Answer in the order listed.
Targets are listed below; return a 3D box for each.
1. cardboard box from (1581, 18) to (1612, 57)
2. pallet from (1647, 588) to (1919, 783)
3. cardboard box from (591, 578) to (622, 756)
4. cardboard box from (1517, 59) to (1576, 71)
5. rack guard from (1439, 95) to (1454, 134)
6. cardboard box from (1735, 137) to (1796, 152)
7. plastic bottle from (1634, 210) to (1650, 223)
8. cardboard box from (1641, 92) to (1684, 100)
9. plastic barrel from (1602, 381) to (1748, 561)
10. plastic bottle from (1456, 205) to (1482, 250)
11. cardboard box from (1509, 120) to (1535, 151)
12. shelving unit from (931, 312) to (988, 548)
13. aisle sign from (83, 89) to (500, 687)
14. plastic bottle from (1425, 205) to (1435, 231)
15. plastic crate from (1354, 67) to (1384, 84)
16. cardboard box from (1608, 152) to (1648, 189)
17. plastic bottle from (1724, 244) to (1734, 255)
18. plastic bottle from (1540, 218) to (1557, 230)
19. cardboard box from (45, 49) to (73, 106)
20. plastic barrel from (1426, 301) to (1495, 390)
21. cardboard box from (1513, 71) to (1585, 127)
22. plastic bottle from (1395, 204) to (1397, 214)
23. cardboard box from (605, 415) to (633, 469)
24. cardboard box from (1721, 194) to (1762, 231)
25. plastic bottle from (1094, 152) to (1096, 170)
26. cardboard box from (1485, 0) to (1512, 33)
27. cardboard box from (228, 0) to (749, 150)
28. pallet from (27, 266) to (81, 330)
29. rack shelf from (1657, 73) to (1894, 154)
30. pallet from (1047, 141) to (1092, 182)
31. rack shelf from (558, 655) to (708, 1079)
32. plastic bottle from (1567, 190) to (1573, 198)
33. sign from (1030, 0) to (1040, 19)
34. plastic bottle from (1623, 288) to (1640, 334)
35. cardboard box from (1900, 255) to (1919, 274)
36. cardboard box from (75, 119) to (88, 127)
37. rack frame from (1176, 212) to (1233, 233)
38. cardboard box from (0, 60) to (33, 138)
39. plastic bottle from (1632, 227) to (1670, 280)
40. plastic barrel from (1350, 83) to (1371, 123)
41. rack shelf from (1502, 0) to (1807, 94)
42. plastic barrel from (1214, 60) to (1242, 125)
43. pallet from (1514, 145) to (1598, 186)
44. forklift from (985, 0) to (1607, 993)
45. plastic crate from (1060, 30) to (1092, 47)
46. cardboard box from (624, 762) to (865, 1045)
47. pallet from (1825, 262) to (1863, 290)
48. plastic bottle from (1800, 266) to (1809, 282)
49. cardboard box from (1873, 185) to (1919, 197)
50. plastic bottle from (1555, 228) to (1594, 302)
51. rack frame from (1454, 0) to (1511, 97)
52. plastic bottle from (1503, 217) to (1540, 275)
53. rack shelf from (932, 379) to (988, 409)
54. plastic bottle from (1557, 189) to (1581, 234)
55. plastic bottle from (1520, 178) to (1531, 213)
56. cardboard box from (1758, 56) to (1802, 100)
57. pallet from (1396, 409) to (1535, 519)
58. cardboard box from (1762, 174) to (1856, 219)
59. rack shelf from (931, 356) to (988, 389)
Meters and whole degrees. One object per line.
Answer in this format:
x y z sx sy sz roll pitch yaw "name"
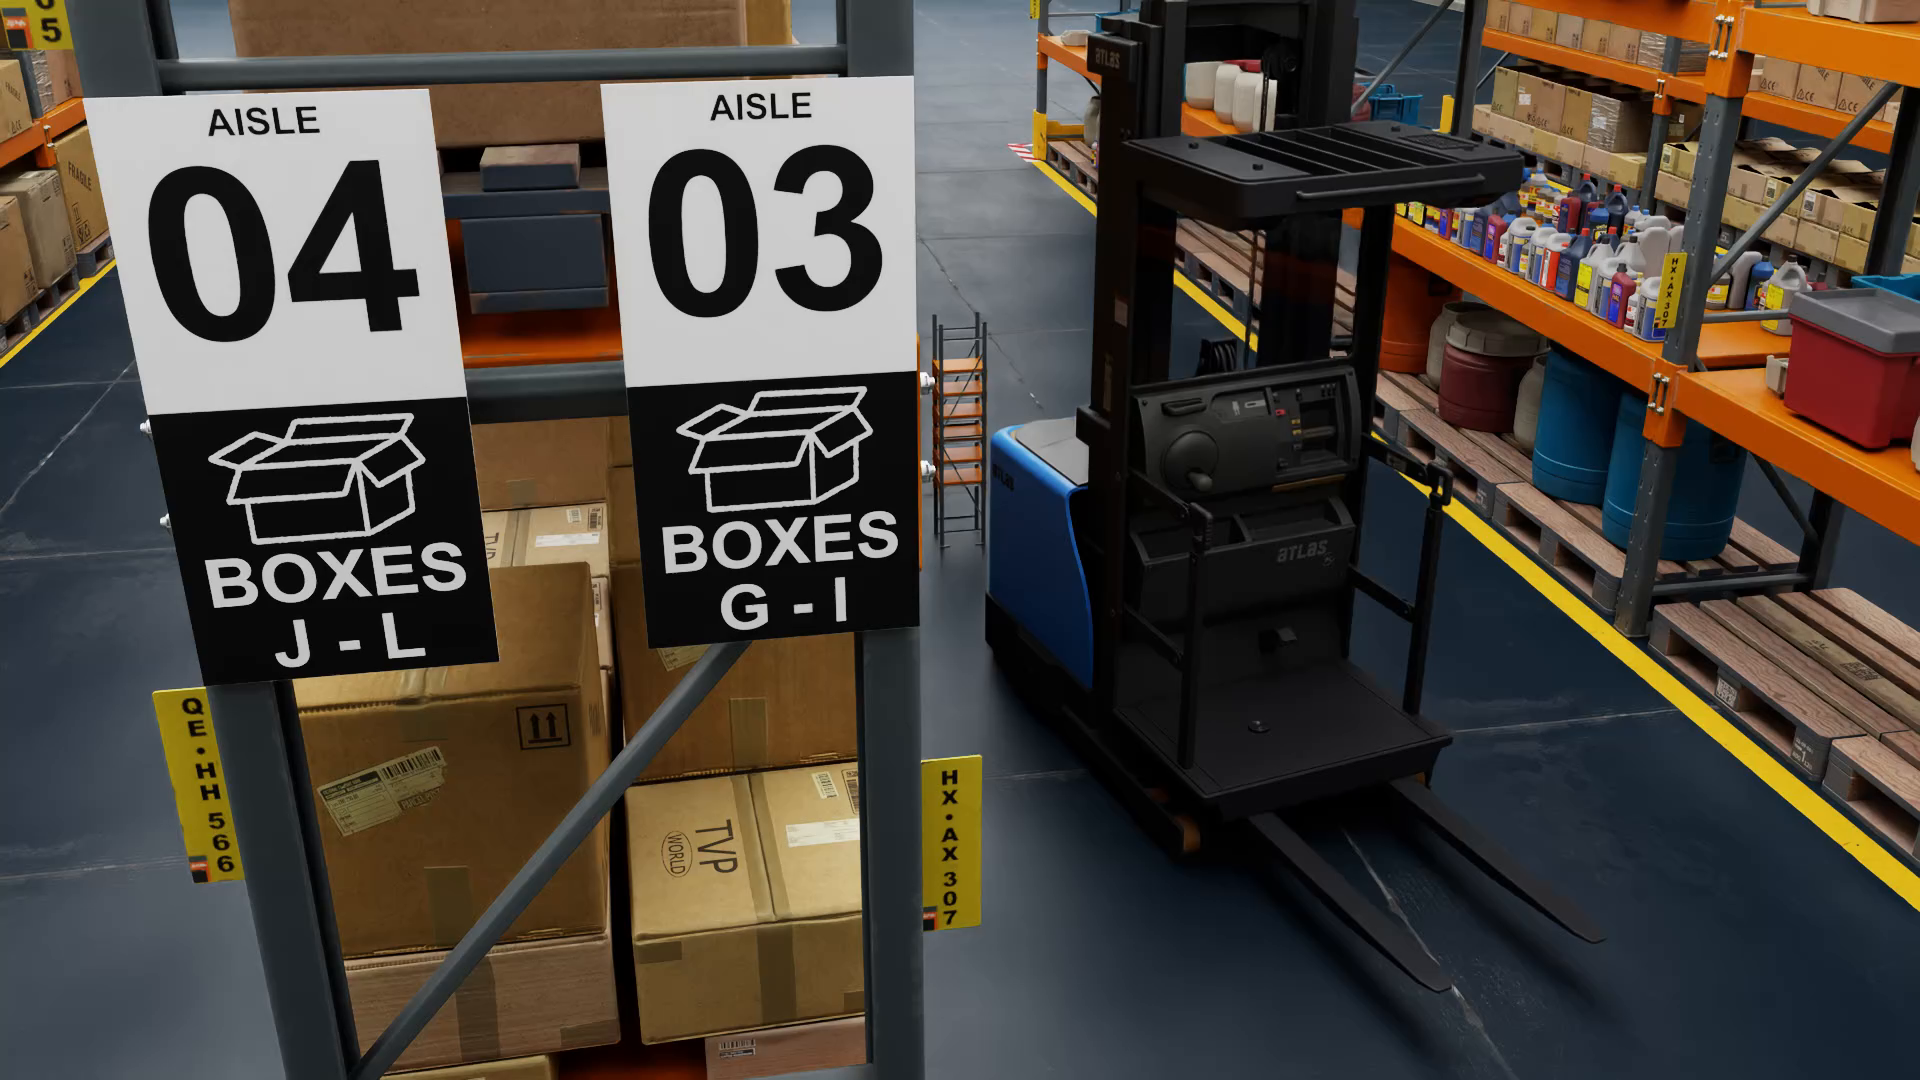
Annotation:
6.675 -5.111 16.579 0.700 0.500 0.500 -4 24 -9 "cardboard box"
3.741 0.590 7.136 1.003 0.211 1.213 -4 24 -10 "pallet"
-1.099 0.327 4.069 0.500 0.250 0.500 -5 24 -12 "cardboard box"
6.608 -5.147 18.760 0.500 0.500 0.500 -4 24 -10 "cardboard box"
6.212 -4.923 19.398 1.175 0.500 0.348 -4 24 -10 "rack guard"
7.313 -3.537 15.312 0.500 0.311 0.500 -4 24 -10 "cardboard box"
3.647 -1.629 8.892 0.097 0.271 0.097 0 24 0 "plastic bottle"
7.078 -4.164 16.510 0.500 0.500 0.500 -4 24 -10 "cardboard box"
3.483 -0.420 8.062 0.600 0.901 0.708 -4 24 -10 "plastic barrel"
2.846 -1.751 9.167 0.152 0.276 0.135 -4 24 -10 "plastic bottle"
6.285 -4.371 17.922 0.500 0.250 0.500 -4 24 -10 "cardboard box"
-0.003 -0.556 8.523 0.258 1.200 0.189 -4 24 -10 "shelving unit"
-0.843 -0.175 2.155 0.394 0.787 0.004 -4 24 -10 "aisle sign"
2.737 -1.922 9.563 0.097 0.271 0.097 0 24 0 "plastic bottle"
2.829 -3.235 12.330 0.402 0.464 0.583 -4 24 -10 "plastic crate"
6.655 -3.585 16.121 0.500 0.250 0.500 -4 24 -10 "cardboard box"
3.793 -1.317 8.179 0.097 0.271 0.097 0 24 0 "plastic bottle"
3.067 -1.549 8.710 0.097 0.271 0.097 0 24 0 "plastic bottle"
-7.877 -3.855 13.641 0.875 0.550 0.550 -4 24 -10 "cardboard box"
3.126 -1.193 10.318 0.421 0.512 0.421 0 24 0 "plastic barrel"
6.296 -4.716 17.774 0.500 0.500 0.500 -4 24 -10 "cardboard box"
2.675 -2.115 9.999 0.152 0.276 0.135 -4 24 -10 "plastic bottle"
-0.579 -0.054 4.006 0.500 0.500 0.500 -5 24 -11 "cardboard box"
6.979 -2.837 14.408 0.500 0.250 0.500 -5 24 -11 "cardboard box"
1.396 -3.837 16.733 0.097 0.201 0.097 0 24 0 "plastic bottle"
6.290 -5.921 18.434 0.700 0.500 0.500 -4 24 -10 "cardboard box"
-0.710 -0.894 2.526 0.700 0.500 0.500 -6 24 -13 "cardboard box"
-7.457 -1.851 12.725 1.003 0.211 1.213 -4 24 -10 "pallet"
7.326 -3.370 13.617 1.077 0.370 4.000 -4 24 -10 "rack shelf"
1.553 -4.070 17.805 1.003 0.211 1.213 -4 24 -10 "pallet"
-0.931 0.509 4.737 1.077 0.370 4.000 -4 24 -10 "rack shelf"
3.532 -1.917 9.537 0.061 0.283 0.133 -4 24 -10 "plastic bottle"
0.806 -5.782 17.896 0.100 0.325 0.005 -4 24 -10 "sign"
3.128 -1.058 7.673 0.097 0.201 0.097 0 24 0 "plastic bottle"
7.359 -2.034 12.570 0.500 0.250 0.500 -4 24 -8 "cardboard box"
-7.891 -3.253 14.580 0.875 0.875 0.875 -4 24 -9 "cardboard box"
2.087 -4.121 14.438 1.000 3.000 0.127 -4 24 -10 "rack frame"
-7.314 -3.287 12.404 0.500 0.500 0.500 -4 24 -10 "cardboard box"
3.535 -1.481 8.547 0.152 0.276 0.135 -4 24 -10 "plastic bottle"
2.443 -2.770 11.175 0.600 0.536 0.708 -4 24 -10 "plastic barrel"
3.197 -2.806 8.578 1.077 0.370 4.000 -4 24 -10 "rack shelf"
2.184 -3.502 12.851 0.433 0.535 0.433 0 24 0 "plastic barrel"
6.621 -4.005 17.656 1.003 0.211 1.213 -4 24 -10 "pallet"
1.160 -0.376 5.948 1.130 2.935 3.031 -10 25 -21 "forklift"
1.197 -5.198 17.233 0.298 0.136 0.250 -4 24 -10 "plastic crate"
-0.385 0.689 3.240 0.500 0.250 0.500 -5 24 -11 "cardboard box"
7.582 -1.962 12.978 1.003 0.211 1.213 -4 24 -10 "pallet"
3.893 -1.149 7.779 0.061 0.283 0.133 -4 24 -10 "plastic bottle"
7.690 -2.737 13.478 0.500 0.311 0.500 -5 24 -11 "cardboard box"
3.041 -1.362 8.182 0.144 0.351 0.185 -4 24 -10 "plastic bottle"
6.216 -6.059 18.876 1.000 3.000 0.127 -4 24 -10 "rack frame"
2.948 -1.535 8.671 0.152 0.276 0.135 -4 24 -10 "plastic bottle"
-0.003 -0.735 8.445 0.258 0.103 0.180 -4 24 -10 "rack shelf"
3.425 -1.834 9.347 0.061 0.283 0.133 -4 24 -10 "plastic bottle"
3.421 -2.077 10.005 0.097 0.201 0.097 0 24 0 "plastic bottle"
7.179 -4.021 14.085 0.500 0.500 0.500 -3 24 -6 "cardboard box"
3.236 -0.484 9.594 1.003 0.211 1.213 -4 24 -10 "pallet"
7.073 -2.890 13.829 0.500 0.311 0.500 -4 24 -8 "cardboard box"
-0.003 -0.845 8.397 0.258 0.103 0.180 -4 24 -10 "rack shelf"
